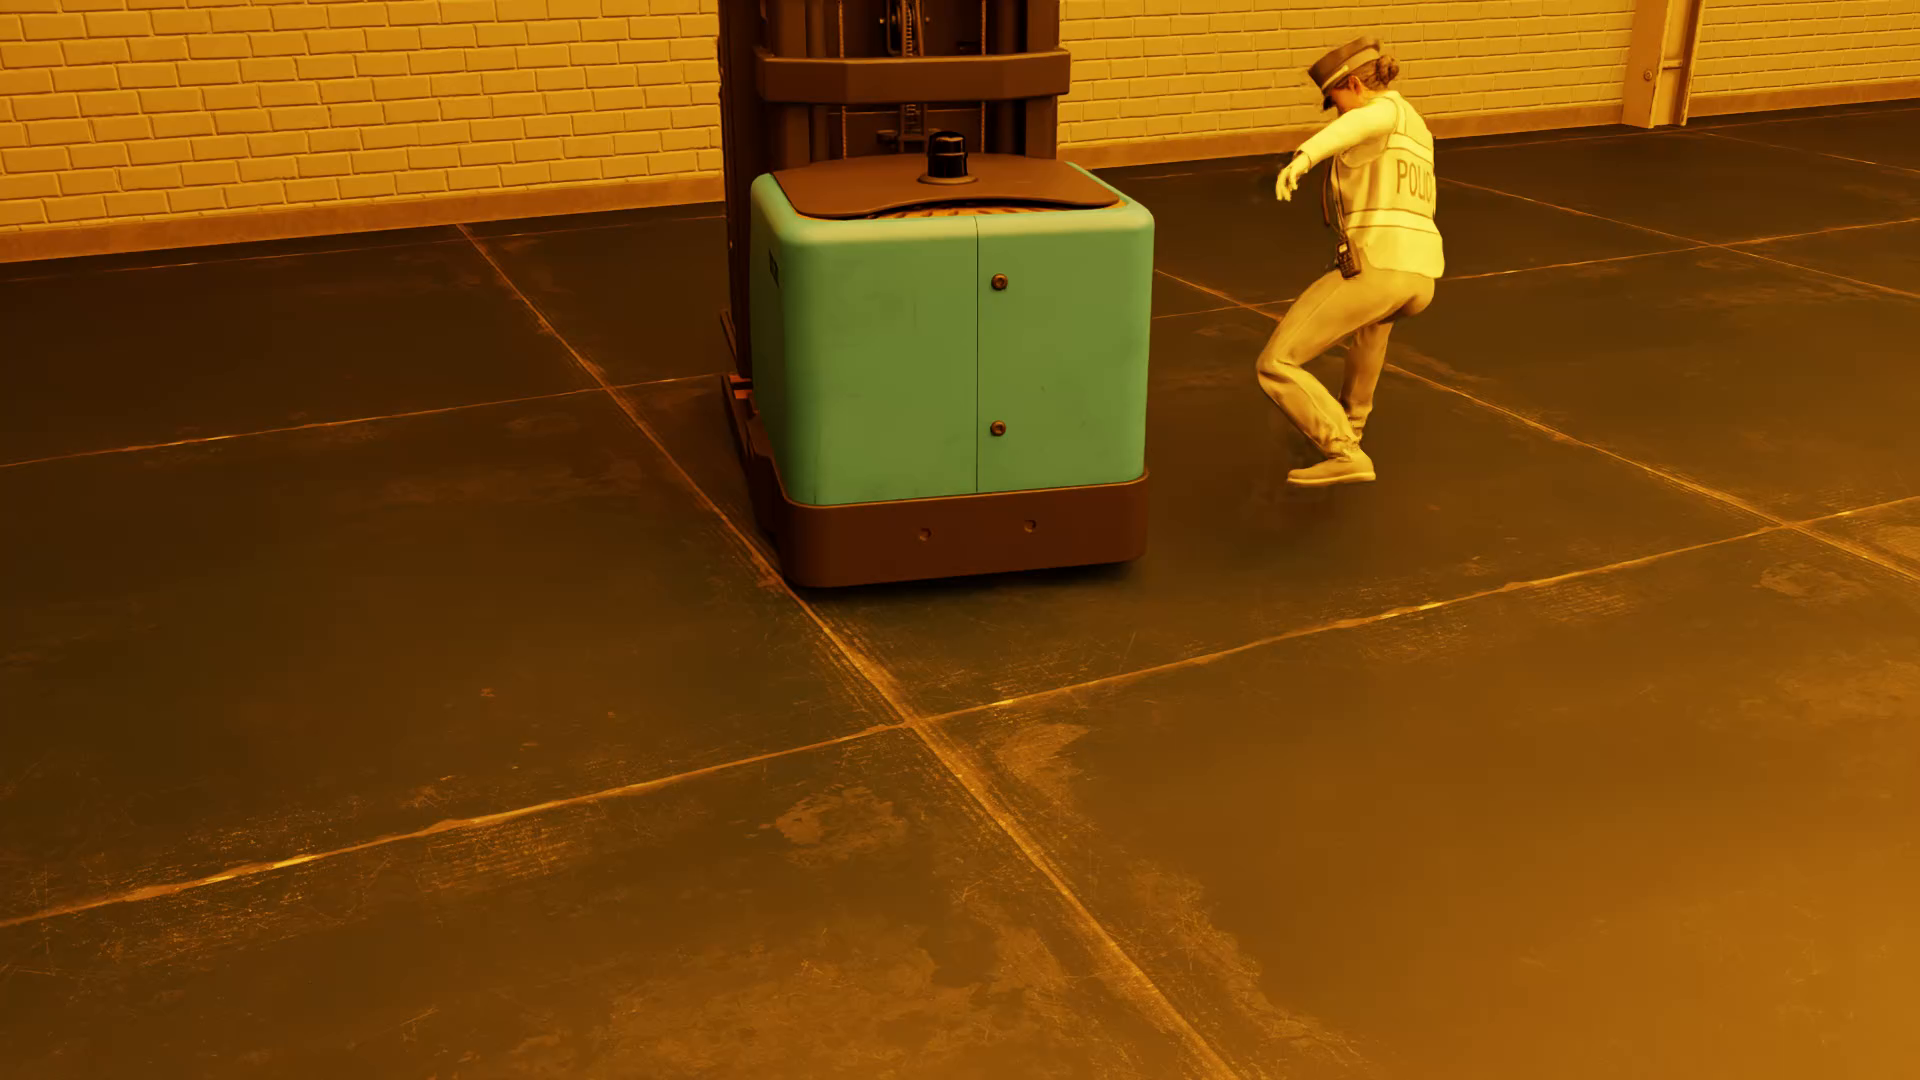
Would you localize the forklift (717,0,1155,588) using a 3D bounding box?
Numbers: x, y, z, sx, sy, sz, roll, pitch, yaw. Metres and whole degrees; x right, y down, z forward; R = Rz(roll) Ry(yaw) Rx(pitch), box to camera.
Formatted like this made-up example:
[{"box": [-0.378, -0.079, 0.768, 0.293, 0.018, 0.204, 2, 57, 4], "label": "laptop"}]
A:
[{"box": [-0.274, -1.756, 5.513, 1.130, 2.935, 3.031, -5, 23, -11], "label": "forklift"}]

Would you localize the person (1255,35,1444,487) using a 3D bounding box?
[{"box": [1.244, -0.869, 5.352, 1.097, 1.419, 0.698, -19, 29, -38], "label": "person"}]
